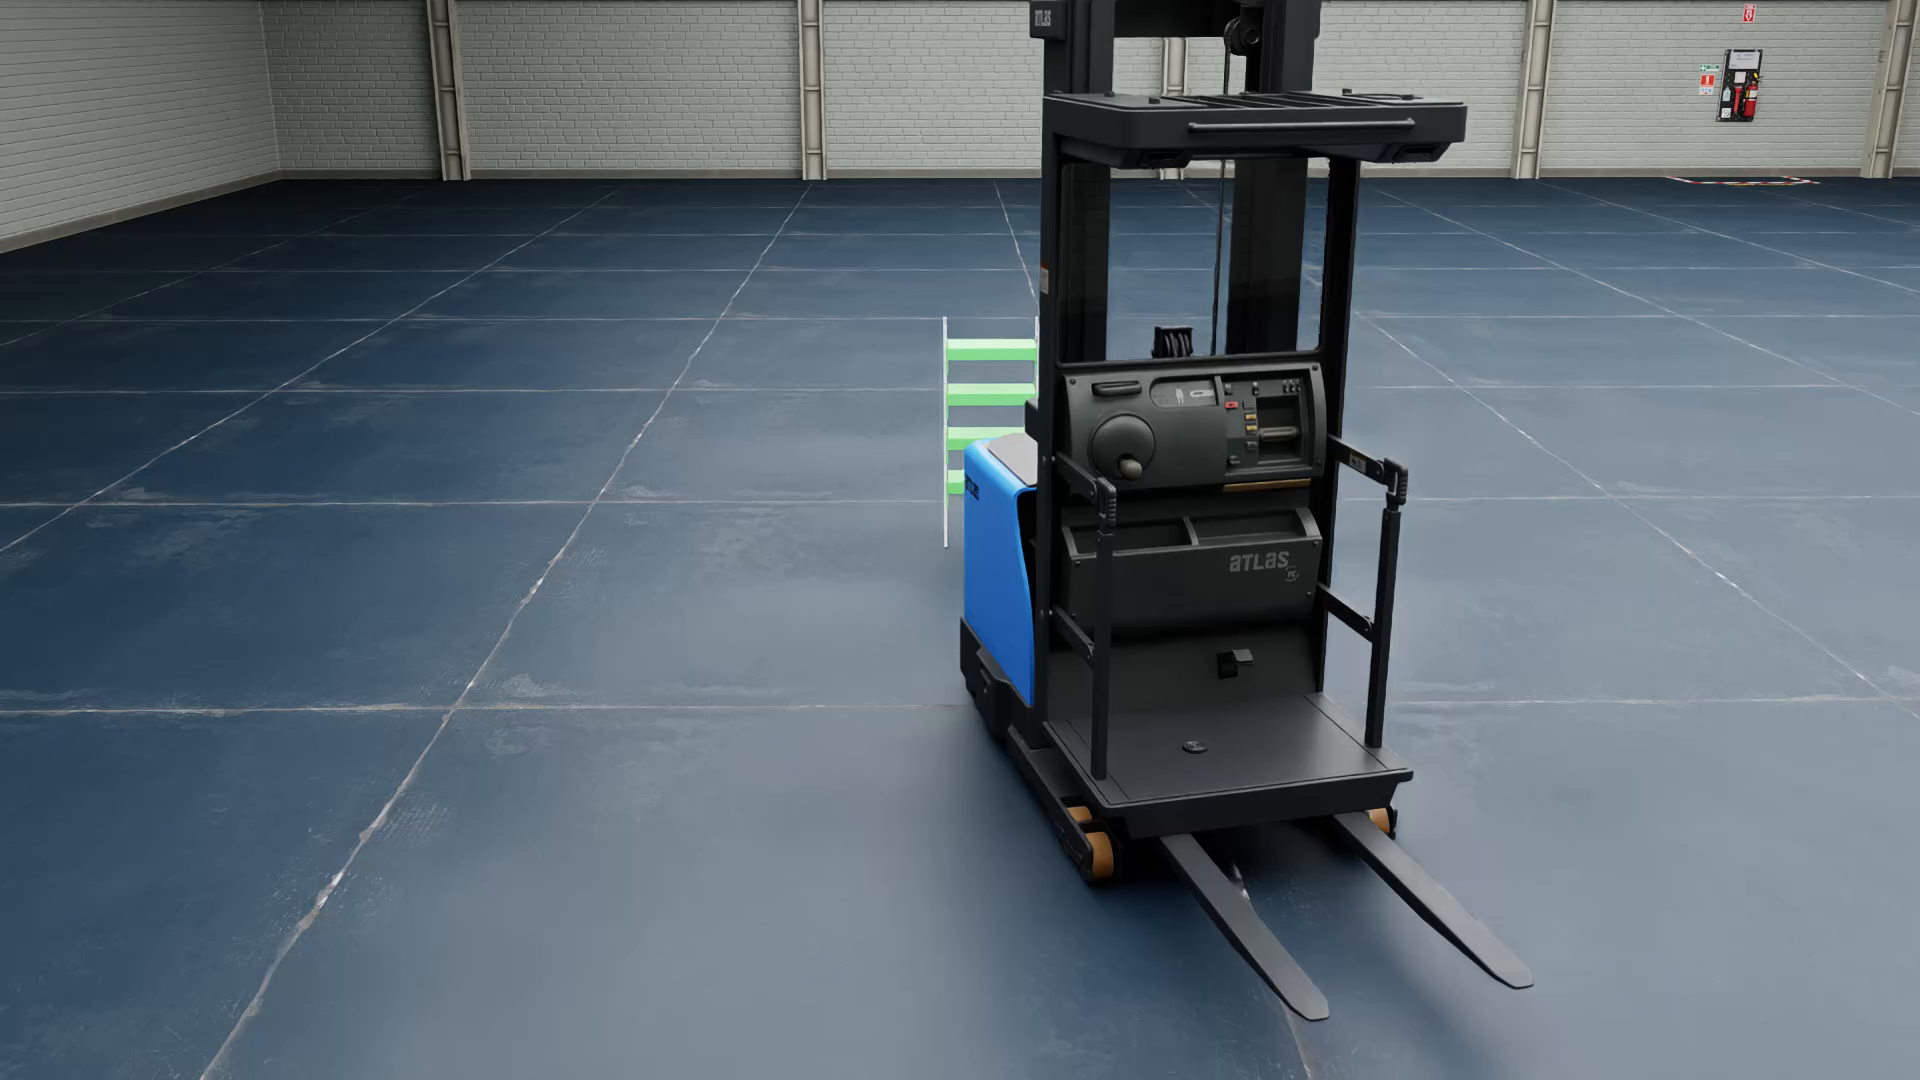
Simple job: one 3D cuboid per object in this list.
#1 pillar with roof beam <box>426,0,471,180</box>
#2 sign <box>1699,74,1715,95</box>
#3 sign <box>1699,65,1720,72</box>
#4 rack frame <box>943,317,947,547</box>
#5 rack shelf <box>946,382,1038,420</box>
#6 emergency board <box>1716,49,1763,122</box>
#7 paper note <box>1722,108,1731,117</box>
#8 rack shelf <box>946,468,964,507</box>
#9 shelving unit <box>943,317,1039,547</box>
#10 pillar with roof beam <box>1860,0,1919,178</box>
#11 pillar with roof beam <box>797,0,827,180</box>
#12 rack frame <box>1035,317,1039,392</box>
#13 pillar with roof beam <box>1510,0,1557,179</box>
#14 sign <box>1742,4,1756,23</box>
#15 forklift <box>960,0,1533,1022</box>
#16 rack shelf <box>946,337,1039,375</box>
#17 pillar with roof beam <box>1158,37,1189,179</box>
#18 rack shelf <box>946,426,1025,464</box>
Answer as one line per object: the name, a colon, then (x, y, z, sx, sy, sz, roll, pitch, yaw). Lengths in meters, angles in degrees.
pillar with roof beam: (-8.372, -9.020, 22.435, 0.400, 9.000, 9.100, 0, 18, -1)
sign: (12.531, -7.640, 27.894, 0.234, 0.329, 0.001, 0, 18, -1)
sign: (12.535, -7.889, 27.805, 0.331, 0.109, 0.001, 0, 18, -1)
rack frame: (-0.078, -0.571, 8.863, 0.015, 1.200, 0.240, 0, 18, -1)
rack shelf: (0.166, -0.740, 8.813, 0.480, 0.148, 0.258, 0, 18, -1)
emergency board: (13.085, -7.594, 27.810, 0.643, 1.169, 0.194, 0, 18, -1)
paper note: (12.907, -7.195, 28.007, 0.142, 0.148, 0.016, 0, 18, -1)
rack shelf: (0.166, -0.283, 8.960, 0.480, 0.148, 0.258, 0, 18, -1)
shelving unit: (0.166, -0.572, 8.867, 0.503, 1.200, 0.258, 0, 18, -1)
pillar with roof beam: (15.625, -9.136, 22.795, 0.400, 9.000, 9.100, 0, 18, -1)
pillar with roof beam: (-2.373, -9.049, 22.525, 0.400, 9.000, 9.100, 0, 18, -1)
rack frame: (0.409, -0.573, 8.870, 0.015, 1.200, 0.240, 0, 18, -1)
pillar with roof beam: (9.625, -9.107, 22.705, 0.400, 9.000, 9.100, 0, 18, -1)
sign: (13.076, -8.728, 27.550, 0.199, 0.298, 0.001, 0, 18, -1)
forklift: (0.865, -0.392, 5.472, 1.130, 2.935, 3.031, -5, 18, -14)
rack shelf: (0.166, -0.968, 8.740, 0.480, 0.148, 0.258, 0, 18, -1)
pillar with roof beam: (3.626, -9.078, 22.615, 0.400, 9.000, 9.100, 0, 18, -1)
rack shelf: (0.166, -0.511, 8.886, 0.480, 0.148, 0.258, 0, 18, -1)
